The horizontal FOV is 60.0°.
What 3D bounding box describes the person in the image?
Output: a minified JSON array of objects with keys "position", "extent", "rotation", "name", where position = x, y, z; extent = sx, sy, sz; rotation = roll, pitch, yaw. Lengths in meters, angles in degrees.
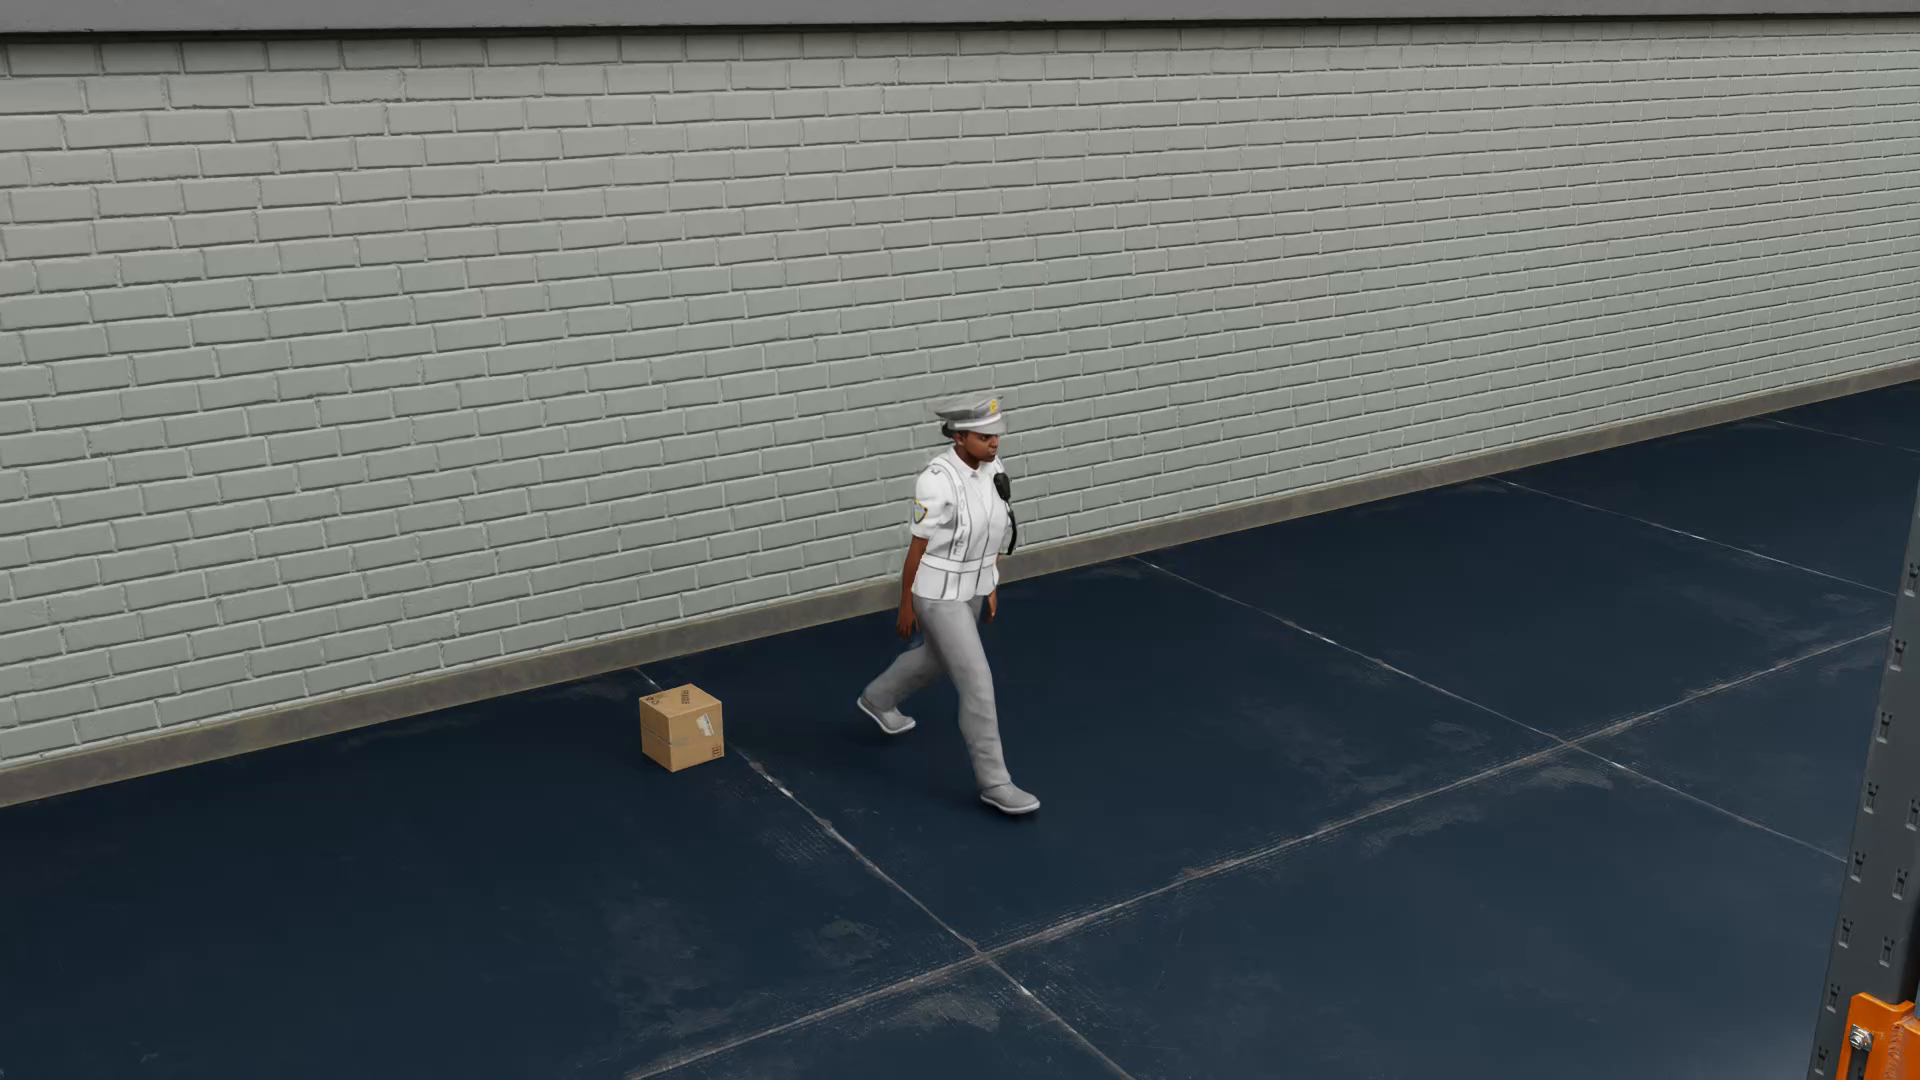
[{"position":[-0.046,0.182,6.541],"extent":[1.069,1.607,0.449],"rotation":[14,23,36],"name":"person"}]
